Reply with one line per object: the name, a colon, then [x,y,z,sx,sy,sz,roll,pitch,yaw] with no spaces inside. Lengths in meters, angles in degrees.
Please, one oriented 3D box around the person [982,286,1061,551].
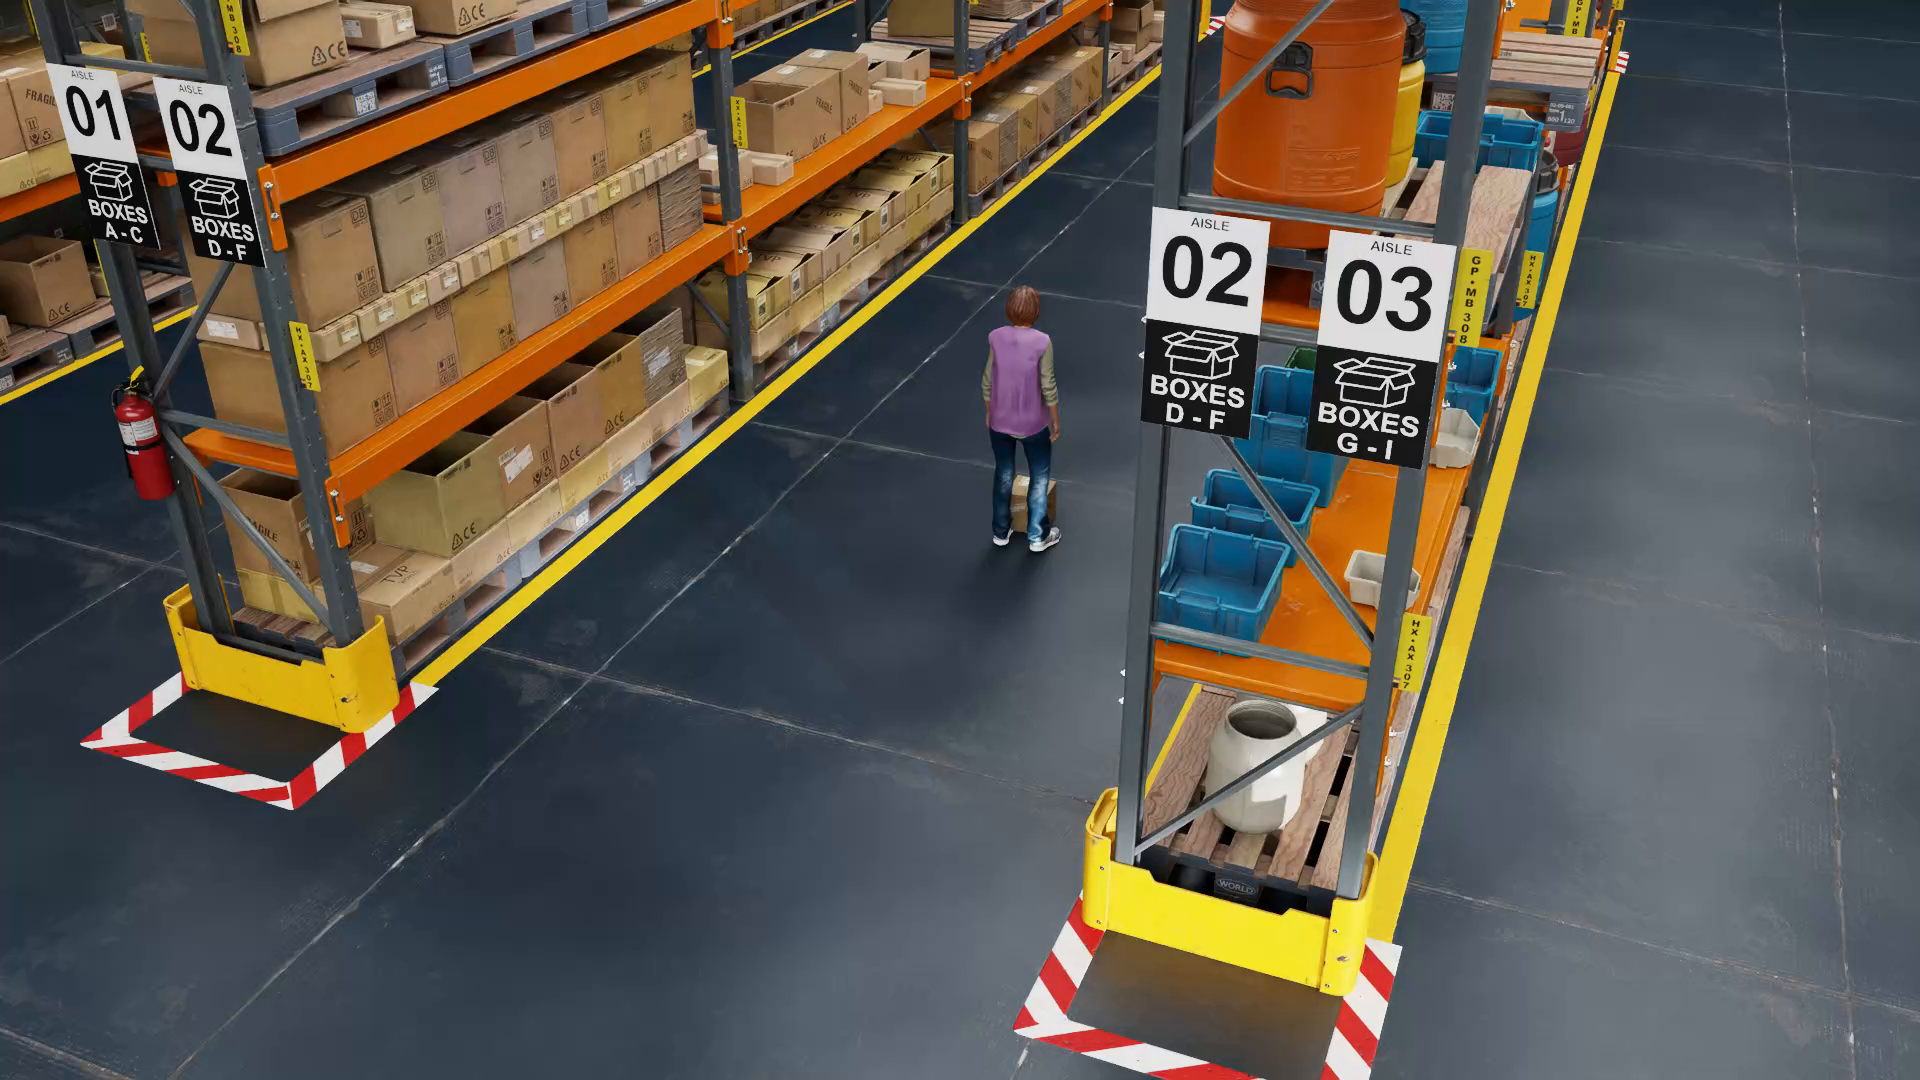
person: [0.348,-0.661,9.584,0.461,1.548,0.343,12,32,19]
